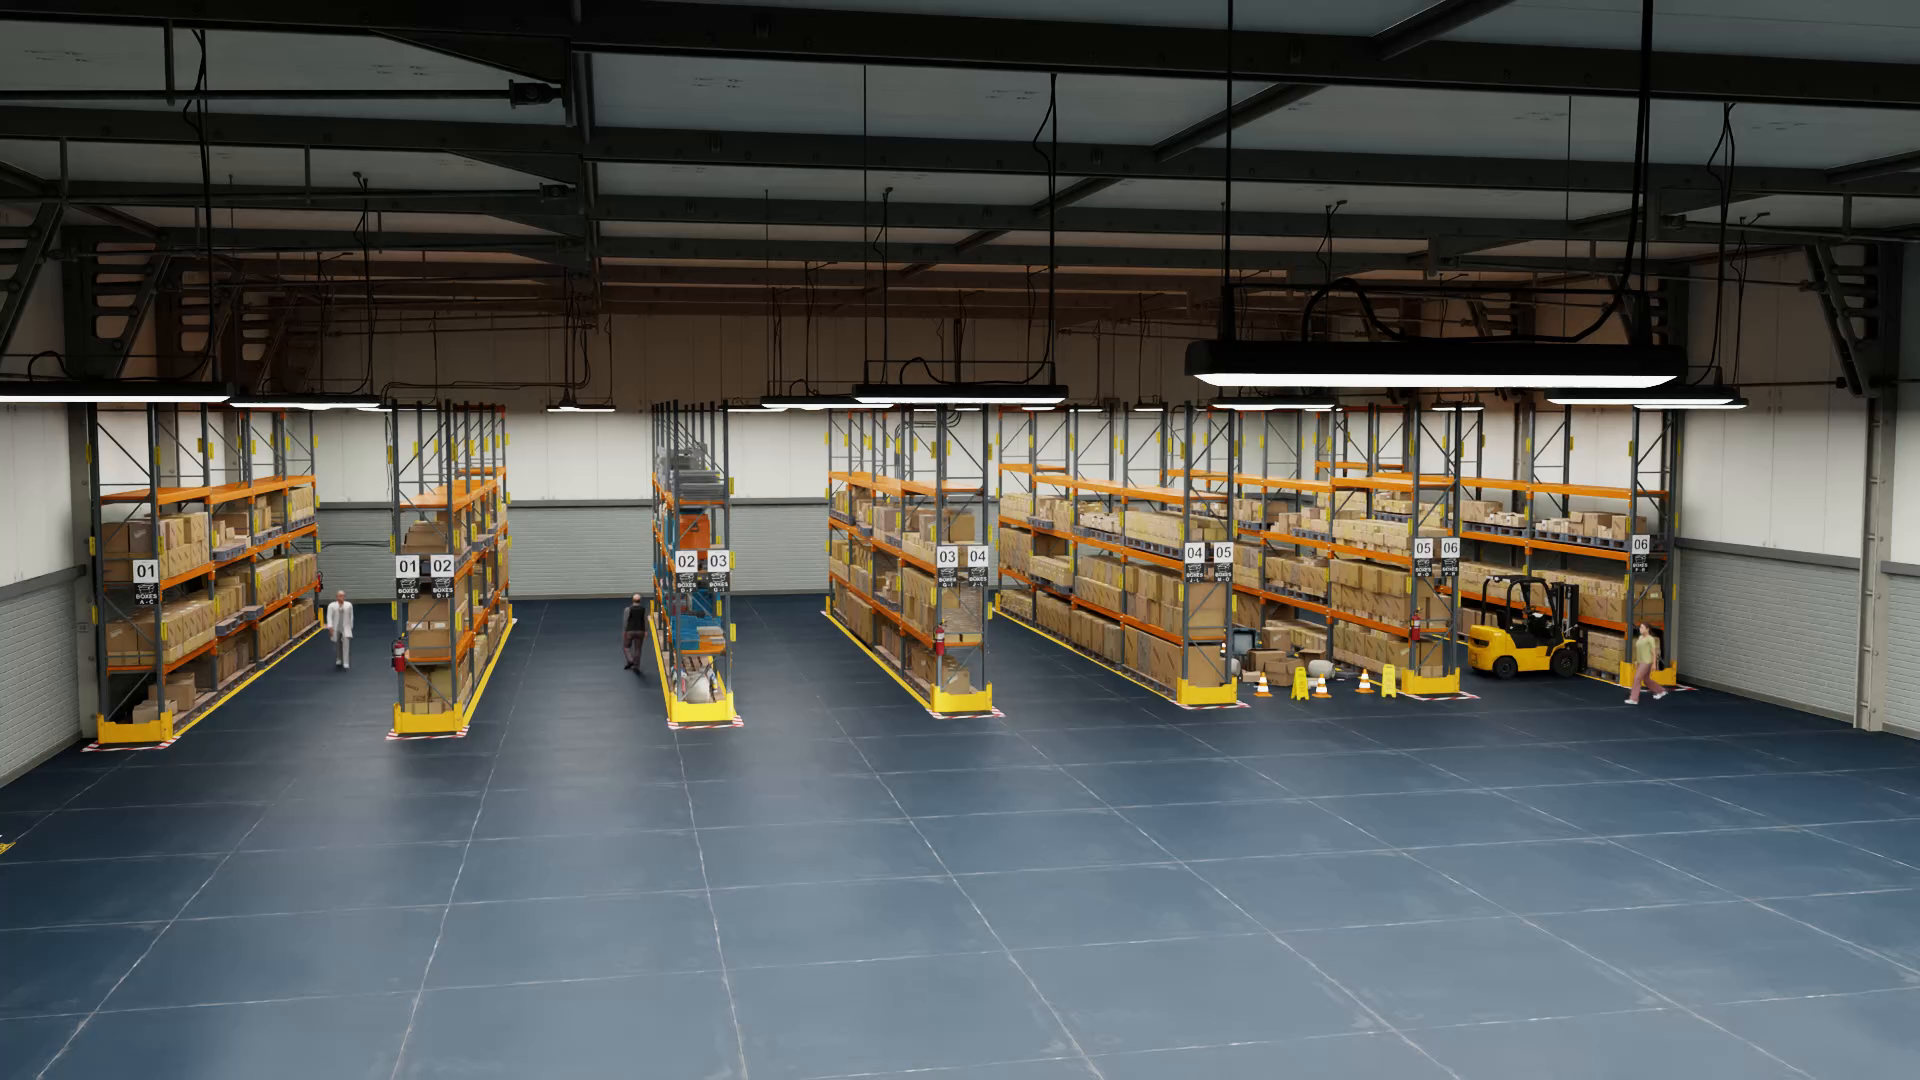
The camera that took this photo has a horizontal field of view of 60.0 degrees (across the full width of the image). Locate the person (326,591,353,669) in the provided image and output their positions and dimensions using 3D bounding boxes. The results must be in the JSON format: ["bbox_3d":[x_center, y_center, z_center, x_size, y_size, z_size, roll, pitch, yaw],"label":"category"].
[{"bbox_3d":[-13.981,2.007,37.479,0.548,1.715,1.129,-1,5,-17],"label":"person"}]

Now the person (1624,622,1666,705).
[{"bbox_3d":[13.567,2.426,32.851,1.002,1.626,0.446,-1,4,-11],"label":"person"}]

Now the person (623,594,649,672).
[{"bbox_3d":[-7.203,2.072,36.961,0.573,1.718,0.487,-1,5,-19],"label":"person"}]
